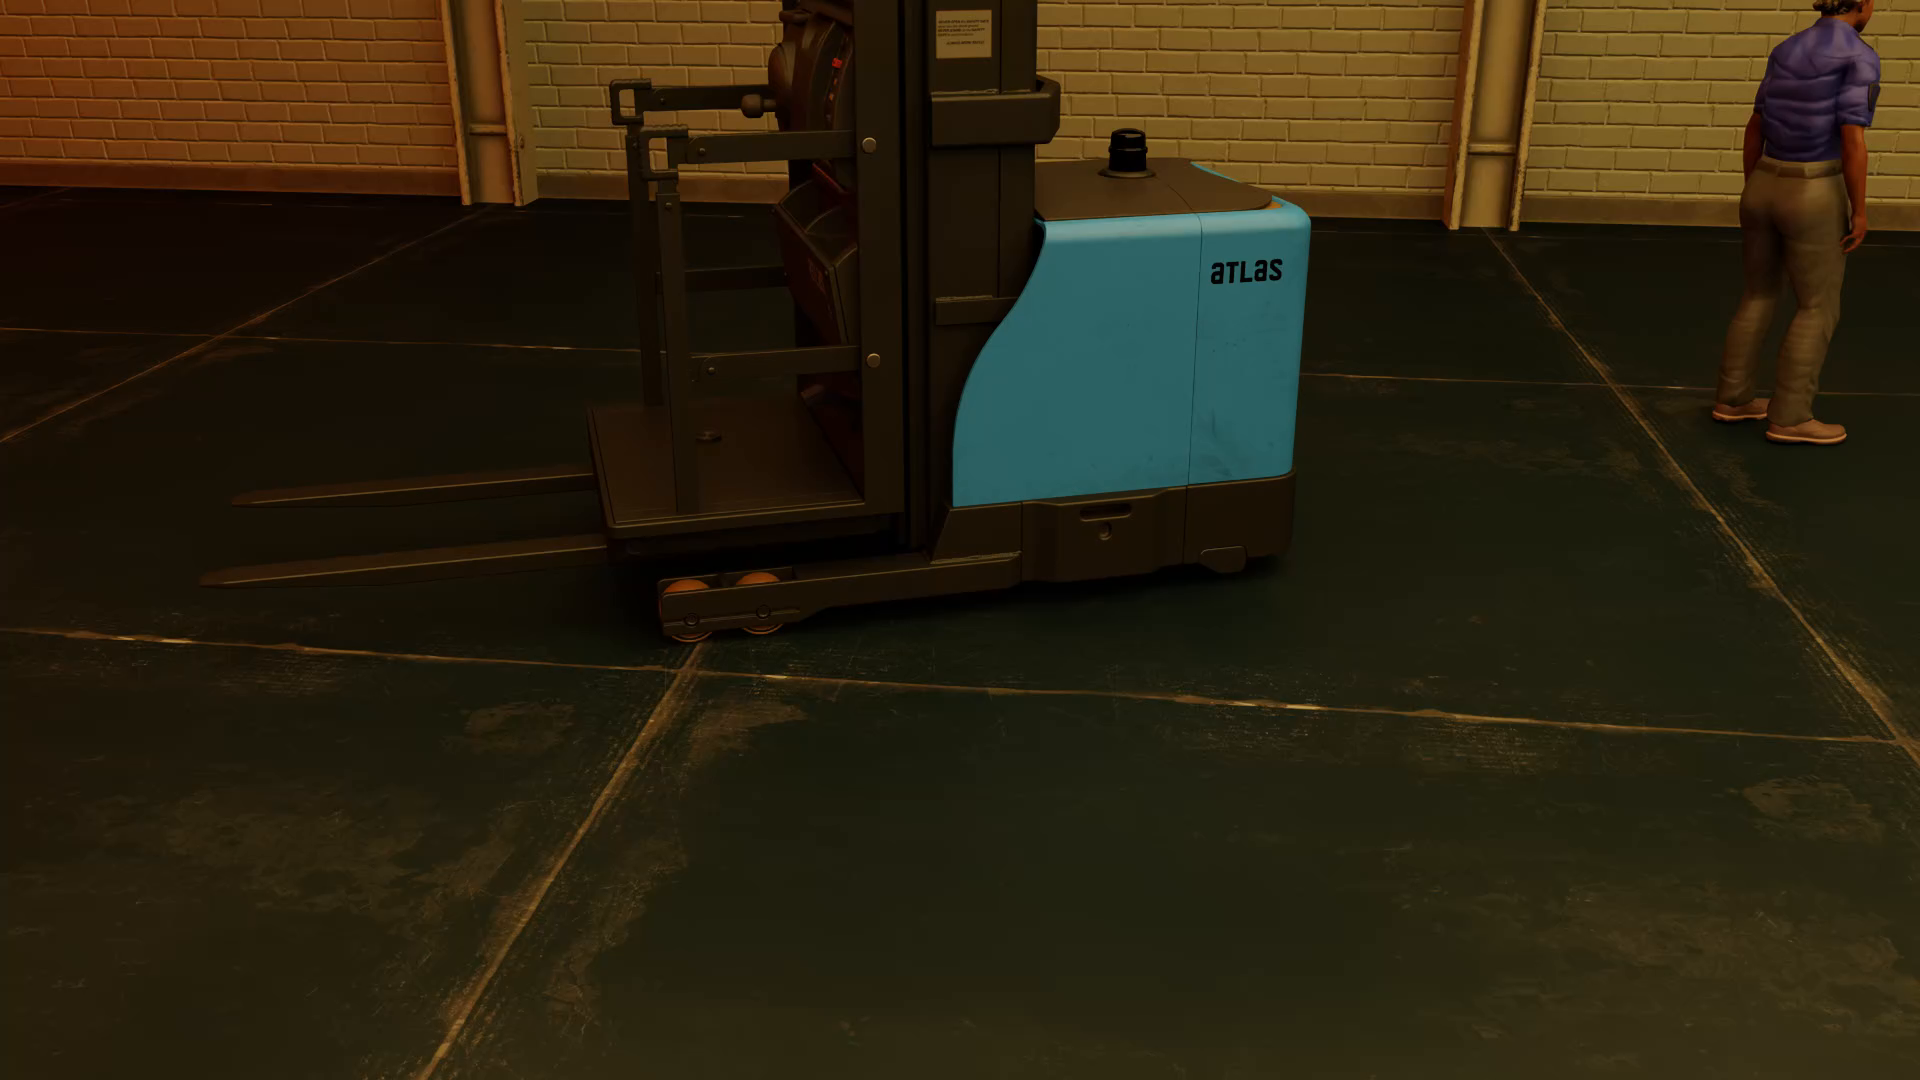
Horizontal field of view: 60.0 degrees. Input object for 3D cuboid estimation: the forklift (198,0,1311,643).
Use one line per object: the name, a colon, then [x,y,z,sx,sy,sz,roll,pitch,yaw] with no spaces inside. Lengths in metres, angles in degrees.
forklift: [-0.588,-1.301,4.485,3.031,2.935,1.130,-6,23,-14]

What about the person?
person: [3.005,-1.191,5.922,0.348,1.655,0.532,-9,24,-21]
